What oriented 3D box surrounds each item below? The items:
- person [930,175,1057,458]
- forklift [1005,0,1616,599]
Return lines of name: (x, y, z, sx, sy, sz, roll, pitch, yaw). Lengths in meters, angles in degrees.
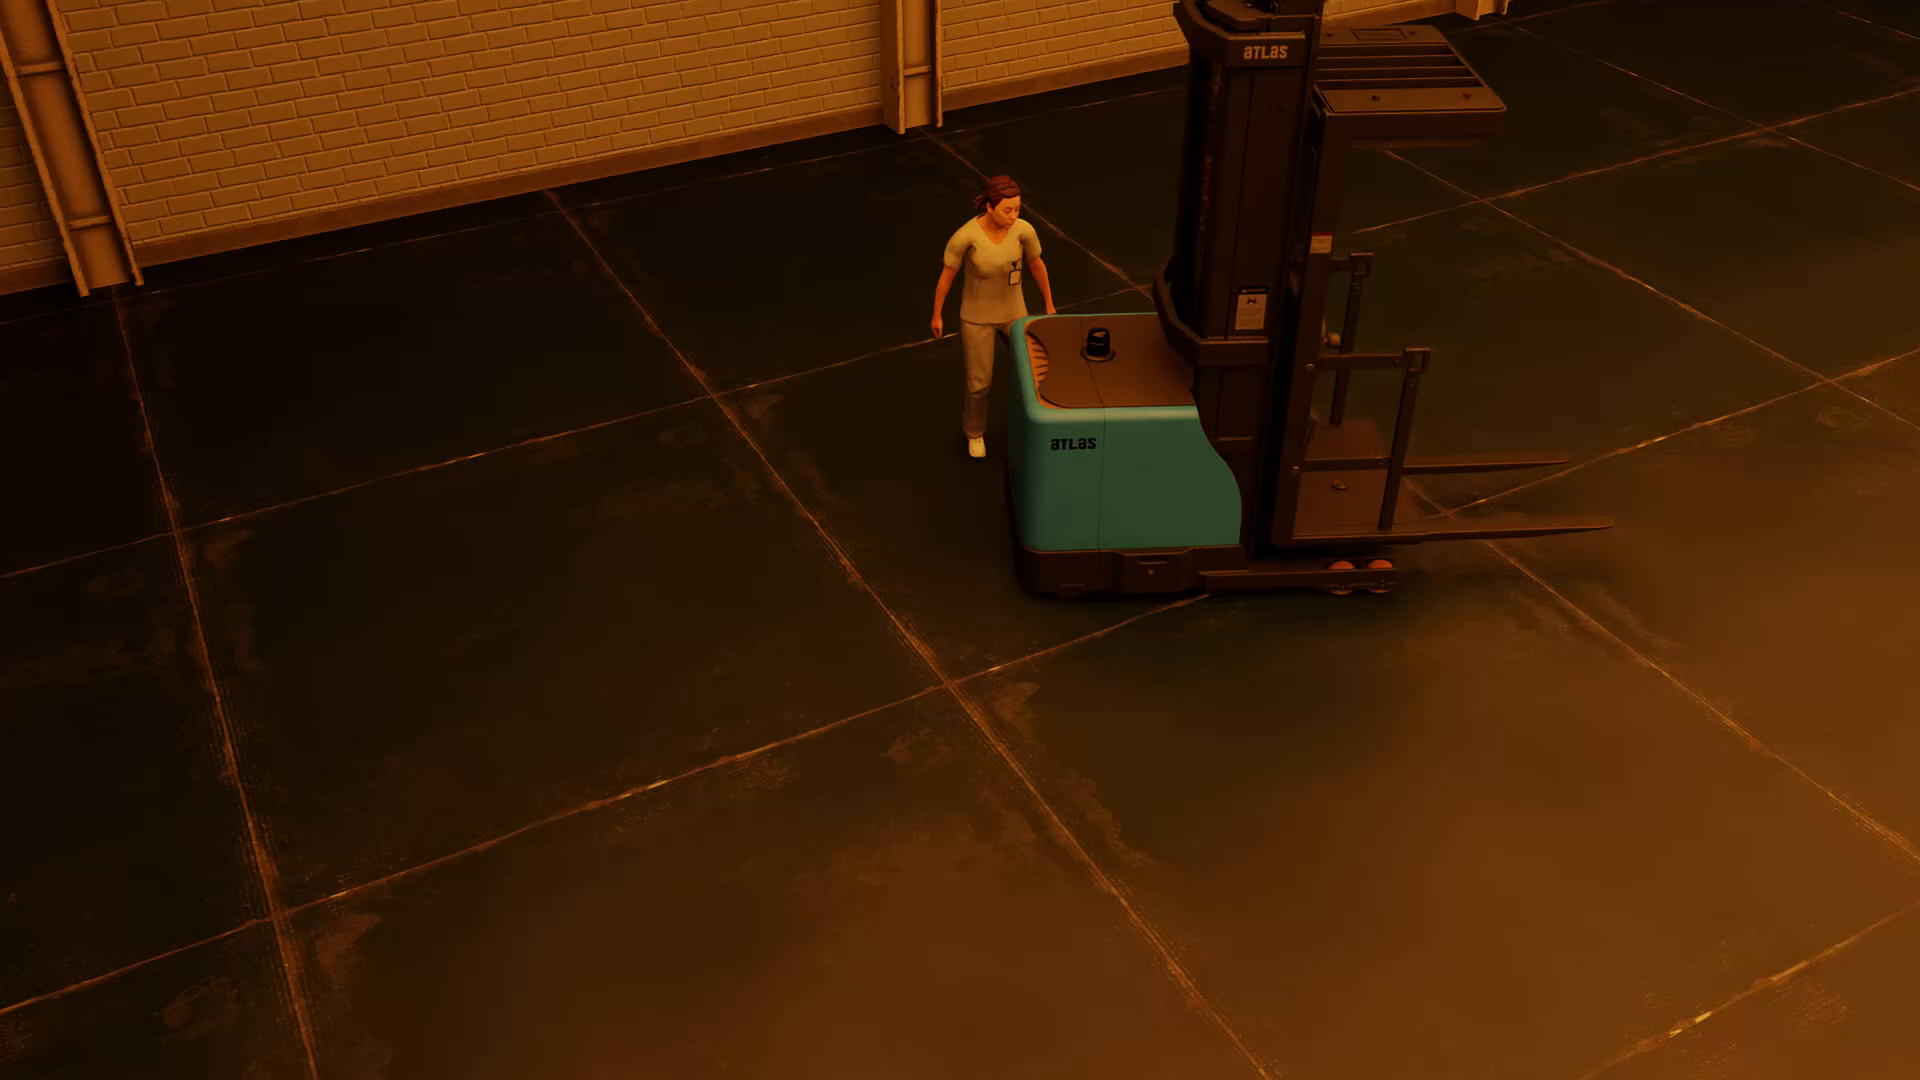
person: (0.226, -1.207, 8.950, 0.759, 1.648, 0.365, -9, 36, -13)
forklift: (1.778, -1.230, 7.863, 3.031, 2.935, 1.130, -2, 35, -3)
